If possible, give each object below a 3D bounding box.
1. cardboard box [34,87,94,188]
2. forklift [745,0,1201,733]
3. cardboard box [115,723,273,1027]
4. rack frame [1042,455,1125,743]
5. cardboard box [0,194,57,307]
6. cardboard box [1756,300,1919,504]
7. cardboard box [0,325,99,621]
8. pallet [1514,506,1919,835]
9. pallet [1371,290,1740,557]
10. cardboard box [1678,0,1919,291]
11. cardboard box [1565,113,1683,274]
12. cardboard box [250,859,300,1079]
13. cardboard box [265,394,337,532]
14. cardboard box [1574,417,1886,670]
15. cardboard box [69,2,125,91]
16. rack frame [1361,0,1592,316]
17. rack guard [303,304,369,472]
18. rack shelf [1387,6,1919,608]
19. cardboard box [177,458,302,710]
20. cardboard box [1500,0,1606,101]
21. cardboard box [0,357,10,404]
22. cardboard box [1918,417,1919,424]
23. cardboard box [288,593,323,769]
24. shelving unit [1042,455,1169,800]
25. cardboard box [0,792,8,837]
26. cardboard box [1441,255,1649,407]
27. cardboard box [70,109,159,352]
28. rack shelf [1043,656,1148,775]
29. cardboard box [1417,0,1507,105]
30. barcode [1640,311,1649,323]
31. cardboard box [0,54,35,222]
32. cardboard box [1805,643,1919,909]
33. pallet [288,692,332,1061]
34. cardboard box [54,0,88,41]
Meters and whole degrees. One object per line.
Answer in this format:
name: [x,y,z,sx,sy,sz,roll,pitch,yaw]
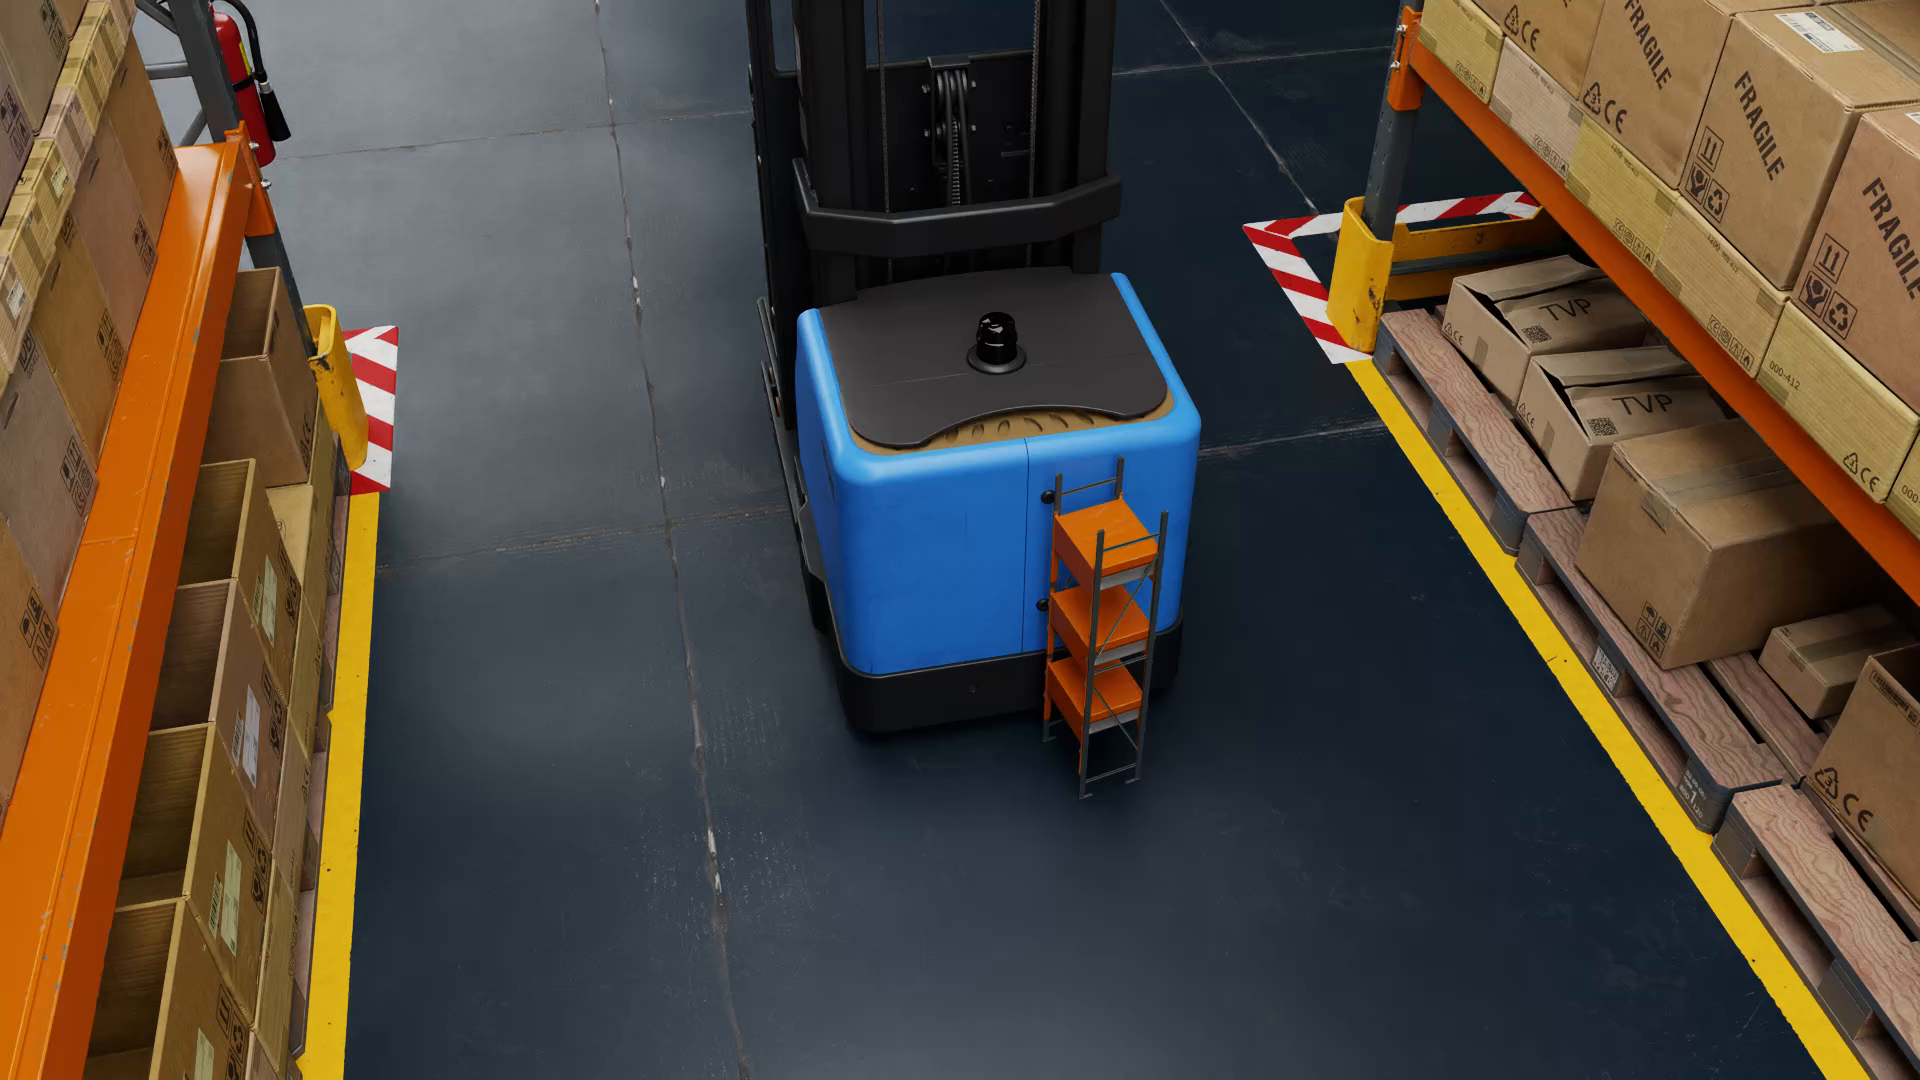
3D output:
cardboard box: [-2.328,-0.949,3.996,0.380,0.149,0.250,-8,42,-9]
forklift: [-0.132,-1.505,5.238,1.130,2.935,3.031,-8,42,-9]
cardboard box: [-1.908,0.802,3.777,0.500,0.500,0.500,-8,42,-9]
rack frame: [0.344,0.196,4.739,0.200,1.050,0.008,-16,44,-17]
cardboard box: [-2.212,-0.609,3.612,0.380,0.149,0.250,-7,42,-8]
cardboard box: [2.317,-0.370,4.006,0.500,0.250,0.500,-9,42,-10]
cardboard box: [-2.336,-0.118,3.548,0.700,0.500,0.500,-7,42,-8]
pallet: [2.492,0.313,5.239,1.003,0.211,1.213,-8,42,-9]
pallet: [2.232,-0.476,6.128,1.003,0.211,1.213,-8,42,-9]
cardboard box: [2.210,-0.989,4.138,0.500,0.500,0.500,-7,42,-8]
cardboard box: [2.100,-1.024,4.742,0.500,0.250,0.500,-9,42,-10]
cardboard box: [-1.908,1.082,4.026,0.500,0.250,0.500,-8,42,-9]
cardboard box: [-2.357,-0.211,5.484,0.500,0.250,0.500,-8,42,-9]
cardboard box: [2.369,-0.016,5.060,0.700,0.500,0.500,-11,43,-12]
cardboard box: [-2.435,-1.278,4.366,0.380,0.149,0.250,-7,42,-8]
rack frame: [2.075,-2.100,5.856,1.000,3.000,0.127,-8,42,-9]
rack guard: [-2.767,-0.469,5.901,1.175,0.500,0.348,-8,42,-9]
rack shelf: [2.506,-0.535,4.635,1.077,0.370,4.000,-8,42,-9]
cardboard box: [-2.125,0.154,4.507,0.500,0.500,0.500,-8,42,-9]
cardboard box: [1.981,-1.658,4.891,0.500,0.500,0.500,-8,42,-9]
cardboard box: [-2.105,-0.281,3.243,0.380,0.149,0.250,-9,42,-10]
cardboard box: [2.421,-0.324,3.389,0.500,0.500,0.500,-9,42,-10]
cardboard box: [-2.128,0.435,4.756,0.500,0.250,0.500,-8,42,-9]
shelving unit: [0.392,0.270,4.655,0.215,1.050,0.252,-16,44,-17]
cardboard box: [-2.120,0.540,2.807,0.700,0.500,0.500,-9,42,-10]
cardboard box: [2.136,-0.798,6.083,0.500,0.311,0.500,-13,43,-14]
cardboard box: [-2.555,-0.781,4.295,0.700,0.500,0.500,-7,42,-8]
rack shelf: [0.392,0.486,4.846,0.215,0.259,0.240,-16,44,-17]
cardboard box: [1.870,-1.690,5.492,0.500,0.250,0.500,-9,42,-11]
barcode: [2.531,-0.847,6.132,0.001,0.075,0.075,-8,42,-9]
cardboard box: [-2.433,-0.905,3.458,0.700,0.500,0.500,-8,42,-9]
cardboard box: [2.675,0.596,4.371,0.500,0.500,0.500,-11,43,-12]
pallet: [-2.296,0.934,4.539,1.003,0.211,1.213,-8,42,-9]
cardboard box: [-2.662,-1.572,4.209,0.700,0.500,0.500,-8,42,-9]
